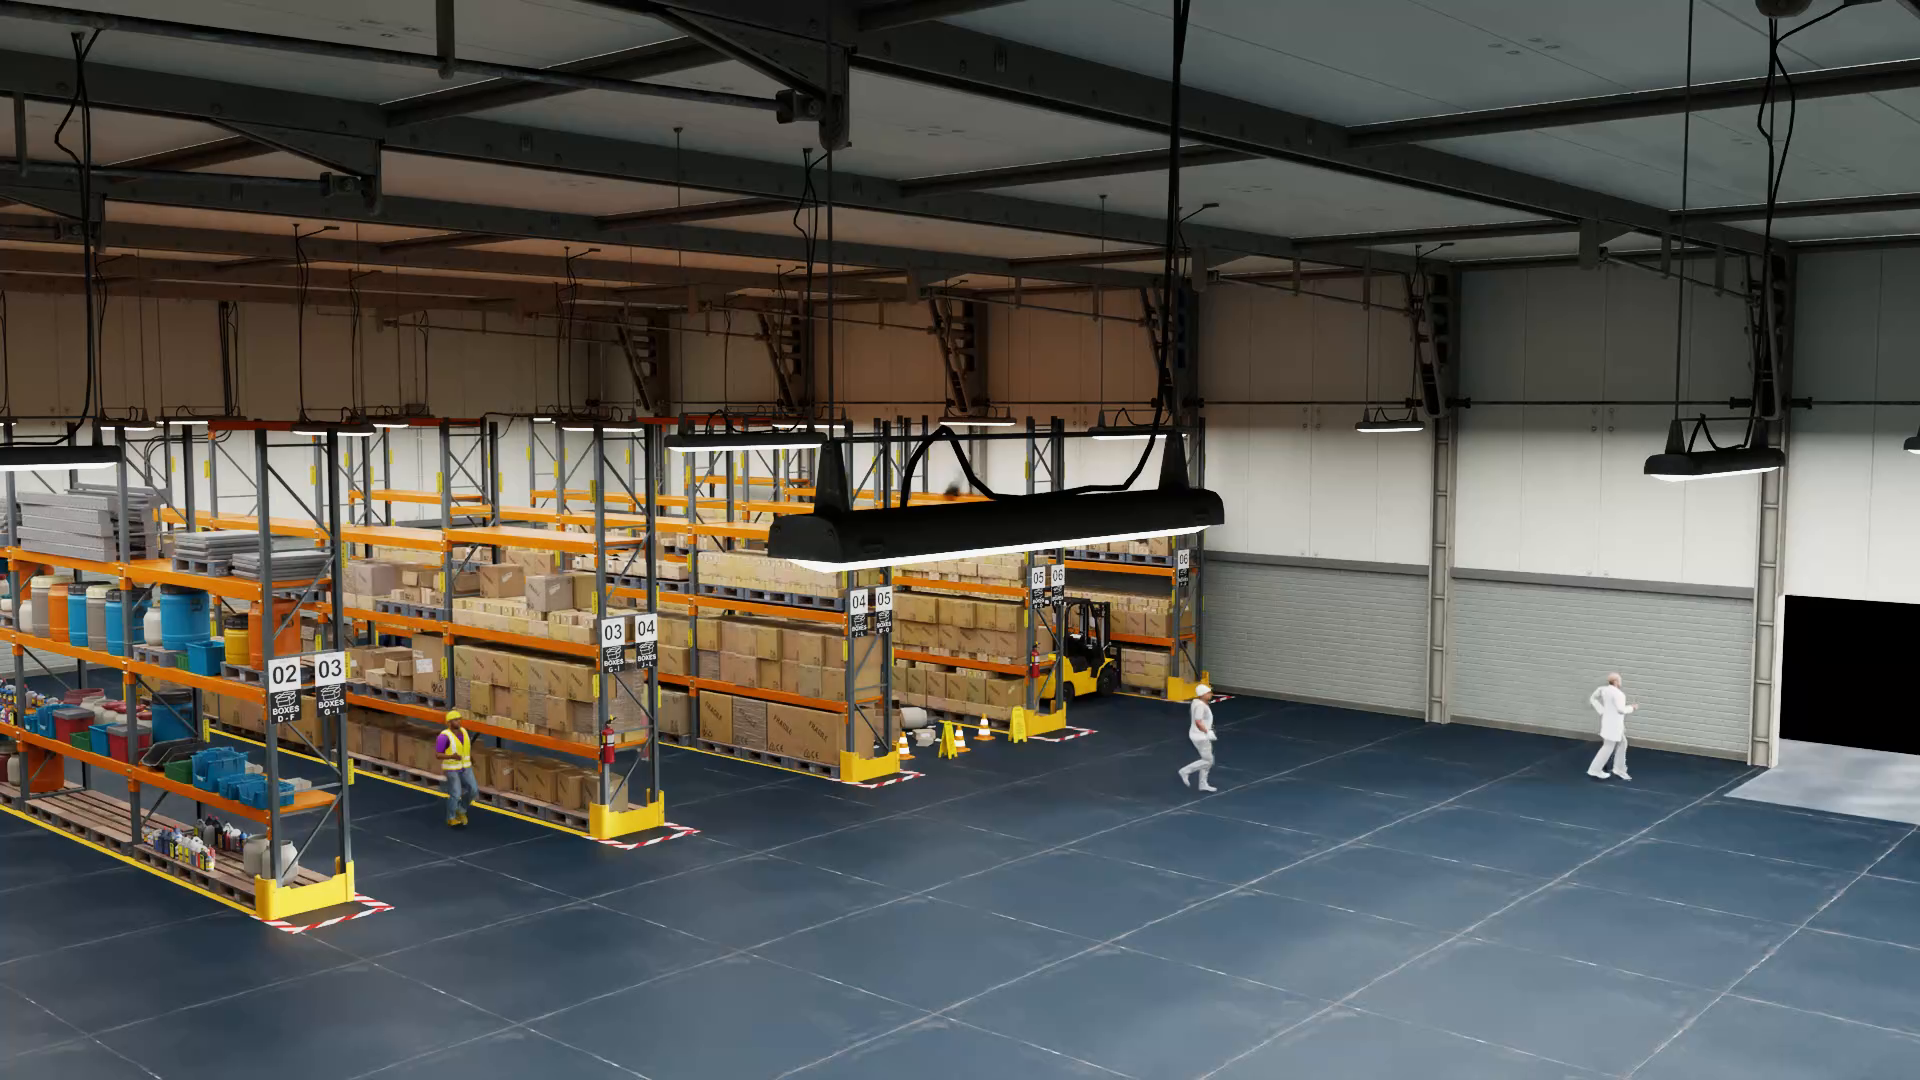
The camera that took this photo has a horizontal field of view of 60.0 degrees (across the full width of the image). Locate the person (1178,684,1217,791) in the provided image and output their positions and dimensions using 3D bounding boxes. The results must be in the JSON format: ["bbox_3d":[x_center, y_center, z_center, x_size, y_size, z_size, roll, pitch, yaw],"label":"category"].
[{"bbox_3d":[3.862,3.219,27.075,0.661,1.758,0.678,0,5,-2],"label":"person"}]

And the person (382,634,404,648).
[{"bbox_3d":[-13.691,2.213,40.193,0.634,1.644,0.594,1,5,13],"label":"person"}]

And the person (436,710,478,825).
[{"bbox_3d":[-7.431,3.404,24.711,0.626,1.750,0.680,4,6,38],"label":"person"}]

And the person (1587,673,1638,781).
[{"bbox_3d":[10.889,3.134,27.775,0.811,1.835,0.699,0,5,1],"label":"person"}]

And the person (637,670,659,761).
[{"bbox_3d":[-5.615,3.081,29.350,0.579,1.618,0.578,3,6,35],"label":"person"}]
